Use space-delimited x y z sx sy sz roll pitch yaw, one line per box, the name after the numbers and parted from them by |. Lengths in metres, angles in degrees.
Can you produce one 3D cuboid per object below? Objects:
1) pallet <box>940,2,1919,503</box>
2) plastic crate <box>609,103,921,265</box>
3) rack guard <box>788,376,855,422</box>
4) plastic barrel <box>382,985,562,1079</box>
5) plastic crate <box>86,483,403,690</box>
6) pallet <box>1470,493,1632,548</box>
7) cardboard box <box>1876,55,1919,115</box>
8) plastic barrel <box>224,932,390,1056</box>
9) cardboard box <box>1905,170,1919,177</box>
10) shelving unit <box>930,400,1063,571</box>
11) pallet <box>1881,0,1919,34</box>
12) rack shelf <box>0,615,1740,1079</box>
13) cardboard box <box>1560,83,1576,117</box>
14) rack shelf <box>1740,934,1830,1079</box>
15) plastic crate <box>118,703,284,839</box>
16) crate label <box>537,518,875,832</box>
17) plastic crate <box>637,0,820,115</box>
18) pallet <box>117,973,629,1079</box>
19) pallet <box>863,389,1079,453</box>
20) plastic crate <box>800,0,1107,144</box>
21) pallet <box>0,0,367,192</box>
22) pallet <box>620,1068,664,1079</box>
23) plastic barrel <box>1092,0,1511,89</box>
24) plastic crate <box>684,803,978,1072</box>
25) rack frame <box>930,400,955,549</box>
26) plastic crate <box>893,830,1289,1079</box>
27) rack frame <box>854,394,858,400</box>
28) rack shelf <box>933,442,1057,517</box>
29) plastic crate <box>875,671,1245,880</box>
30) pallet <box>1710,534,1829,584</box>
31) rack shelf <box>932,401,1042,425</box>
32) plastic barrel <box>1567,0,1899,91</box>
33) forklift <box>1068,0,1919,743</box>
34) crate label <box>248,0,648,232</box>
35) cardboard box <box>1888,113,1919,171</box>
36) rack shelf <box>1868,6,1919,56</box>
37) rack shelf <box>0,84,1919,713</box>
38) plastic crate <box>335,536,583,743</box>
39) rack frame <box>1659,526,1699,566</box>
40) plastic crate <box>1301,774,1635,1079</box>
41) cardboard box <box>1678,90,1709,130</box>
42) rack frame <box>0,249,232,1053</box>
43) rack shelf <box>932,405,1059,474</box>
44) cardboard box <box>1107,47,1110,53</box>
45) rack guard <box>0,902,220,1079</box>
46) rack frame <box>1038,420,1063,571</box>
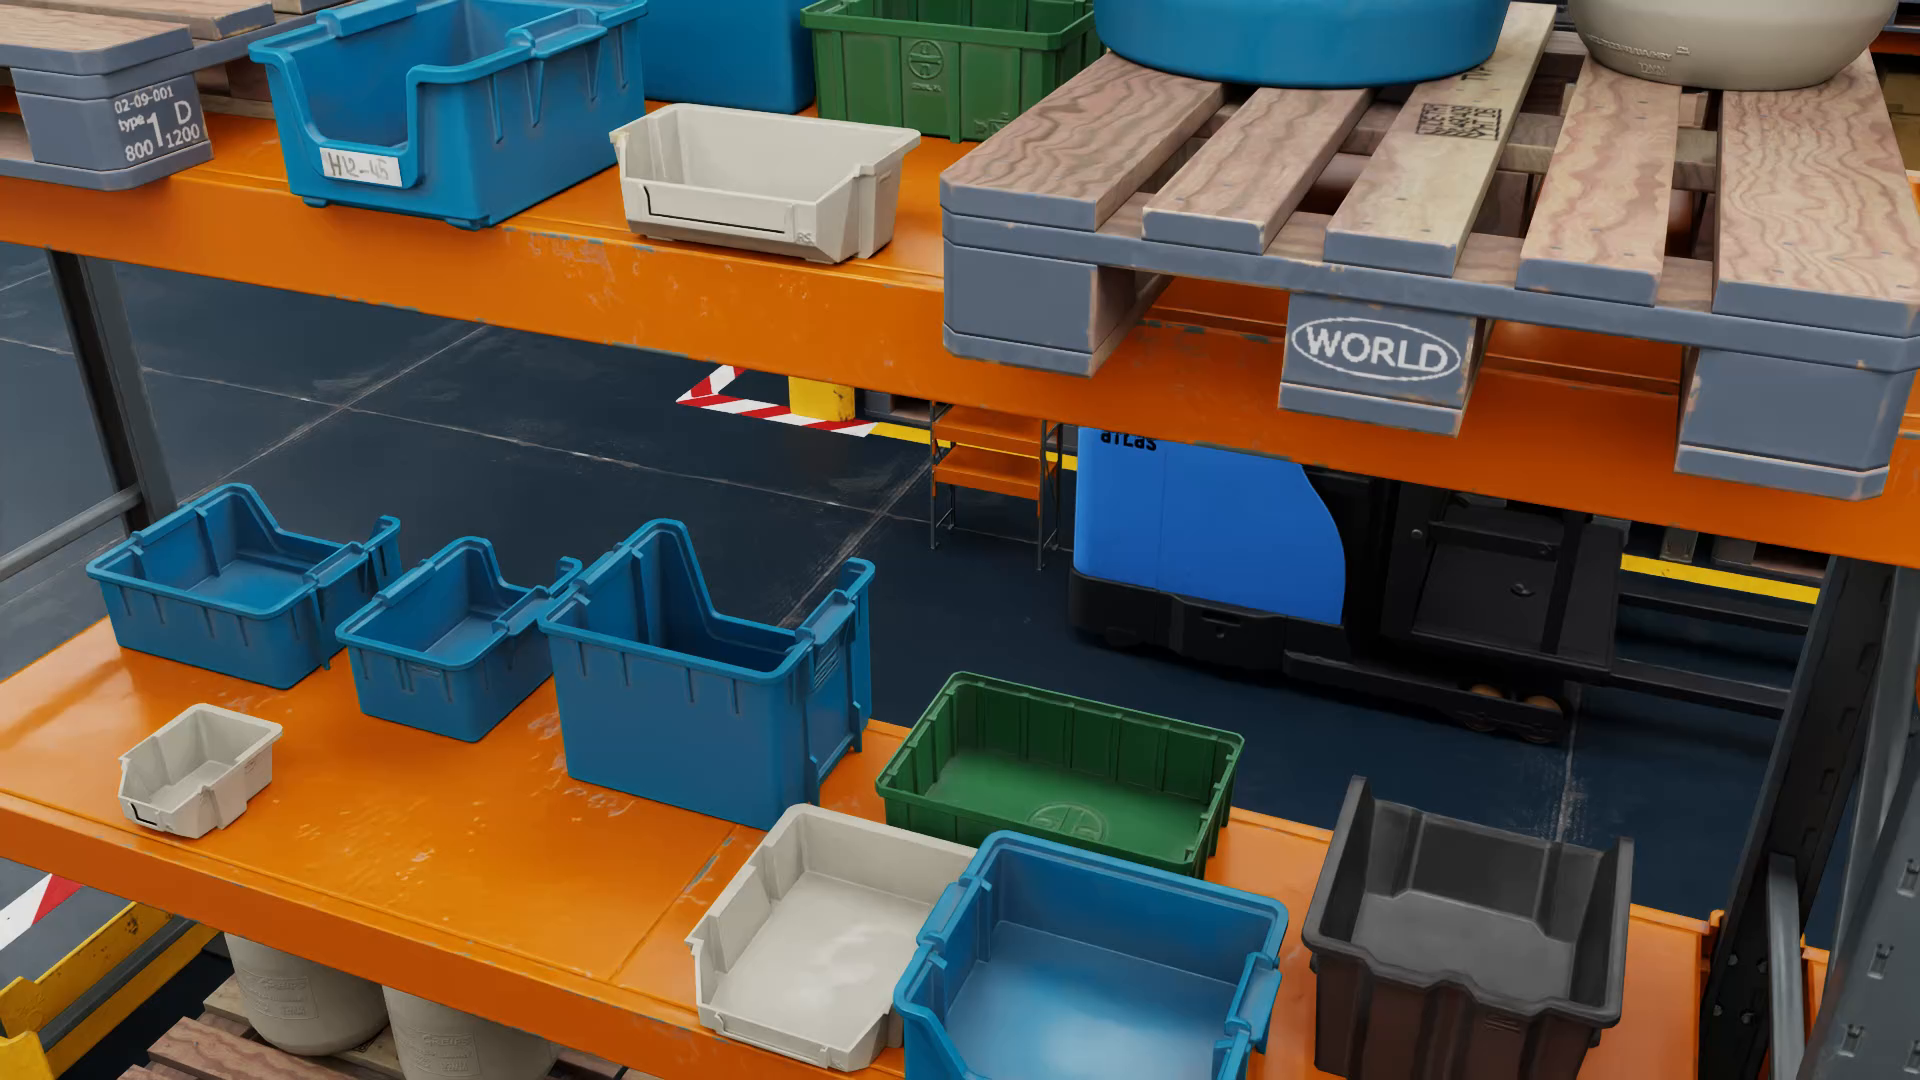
0.659 -0.491 2.213 1.003 0.211 1.213 11 31 19 | pallet
-0.275 -0.482 2.274 0.396 0.136 0.243 11 31 19 | plastic crate
-0.499 -1.092 8.674 0.348 0.500 1.175 11 31 19 | rack guard
-1.239 1.162 4.248 0.421 0.512 0.421 0 29 0 | plastic barrel
-1.766 0.103 4.171 0.616 0.251 0.499 11 31 19 | plastic crate
2.509 -0.388 7.722 1.213 0.211 1.003 11 31 19 | pallet
6.187 -2.917 10.693 0.500 0.250 0.500 11 31 18 | cardboard box
-1.704 1.069 4.412 0.421 0.512 0.421 0 29 0 | plastic barrel
3.703 -1.300 6.653 0.500 0.250 0.500 13 32 22 | cardboard box
0.153 -0.492 6.901 0.503 1.200 0.258 11 31 19 | shelving unit
5.742 -3.404 10.419 1.213 0.211 1.003 11 31 19 | pallet
-0.489 0.765 3.579 4.000 0.370 1.077 11 31 19 | rack shelf
2.425 -1.809 6.640 0.250 0.149 0.380 10 31 18 | cardboard box
3.217 1.505 2.270 4.000 0.370 1.077 11 31 19 | rack shelf
-1.634 0.509 3.569 0.250 0.136 0.298 11 31 19 | plastic crate
-0.535 0.284 3.664 0.616 0.435 0.502 11 31 19 | crate label
-0.462 -1.002 2.941 0.575 0.384 0.392 11 31 19 | plastic crate
-1.504 1.441 4.486 1.213 0.211 1.003 11 31 19 | pallet
0.248 -0.840 8.521 1.213 0.211 1.003 11 31 19 | pallet
0.004 -0.808 2.798 0.450 0.188 0.336 11 31 19 | plastic crate
-1.613 -0.944 3.016 1.213 0.211 1.003 11 31 19 | pallet
-0.377 1.668 4.085 1.213 0.211 1.003 11 31 19 | pallet
0.482 -1.118 2.195 0.708 0.901 0.600 11 31 19 | plastic barrel
-0.236 0.752 3.140 0.437 0.136 0.530 11 31 19 | plastic crate
-0.073 -0.537 6.980 0.015 1.200 0.240 11 31 19 | rack frame
0.236 0.806 2.928 0.616 0.251 0.499 11 31 19 | plastic crate
-0.477 -2.176 8.052 0.127 3.000 1.000 11 31 19 | rack frame
0.153 -0.260 7.031 0.480 0.148 0.258 11 31 19 | rack shelf
0.212 0.534 3.472 0.662 0.188 0.450 11 31 19 | plastic crate
3.927 -0.104 7.219 1.213 0.211 1.003 11 31 19 | pallet
0.153 -0.628 6.824 0.480 0.148 0.258 11 31 19 | rack shelf
1.039 -0.885 2.178 0.421 0.512 0.421 0 29 0 | plastic barrel
1.995 -0.845 5.766 3.031 2.935 1.130 11 31 19 | forklift
-0.732 -0.662 2.476 0.408 0.251 0.502 11 31 19 | crate label
6.275 -2.597 10.890 0.500 0.500 0.700 11 31 18 | cardboard box
6.942 -3.012 10.262 4.000 0.370 1.077 11 31 19 | rack shelf
-0.489 -0.541 2.841 4.000 0.370 1.077 11 31 19 | rack shelf
-1.167 0.225 3.954 0.408 0.251 0.499 11 31 19 | plastic crate
3.230 -1.436 6.742 0.127 3.000 1.000 11 31 19 | rack frame
0.927 0.694 3.037 0.504 0.338 0.767 11 31 19 | plastic crate
2.897 -1.715 6.474 0.250 0.149 0.380 11 31 19 | cardboard box
-2.342 0.082 4.057 0.127 3.000 1.000 11 31 19 | rack frame
0.153 -0.433 6.934 0.480 0.148 0.258 11 31 19 | rack shelf
0.763 -2.141 7.229 0.250 0.149 0.380 10 31 17 | cardboard box
-2.254 1.163 4.685 0.348 0.500 1.175 11 31 19 | rack guard
0.379 -0.447 6.821 0.015 1.200 0.240 11 31 19 | rack frame
